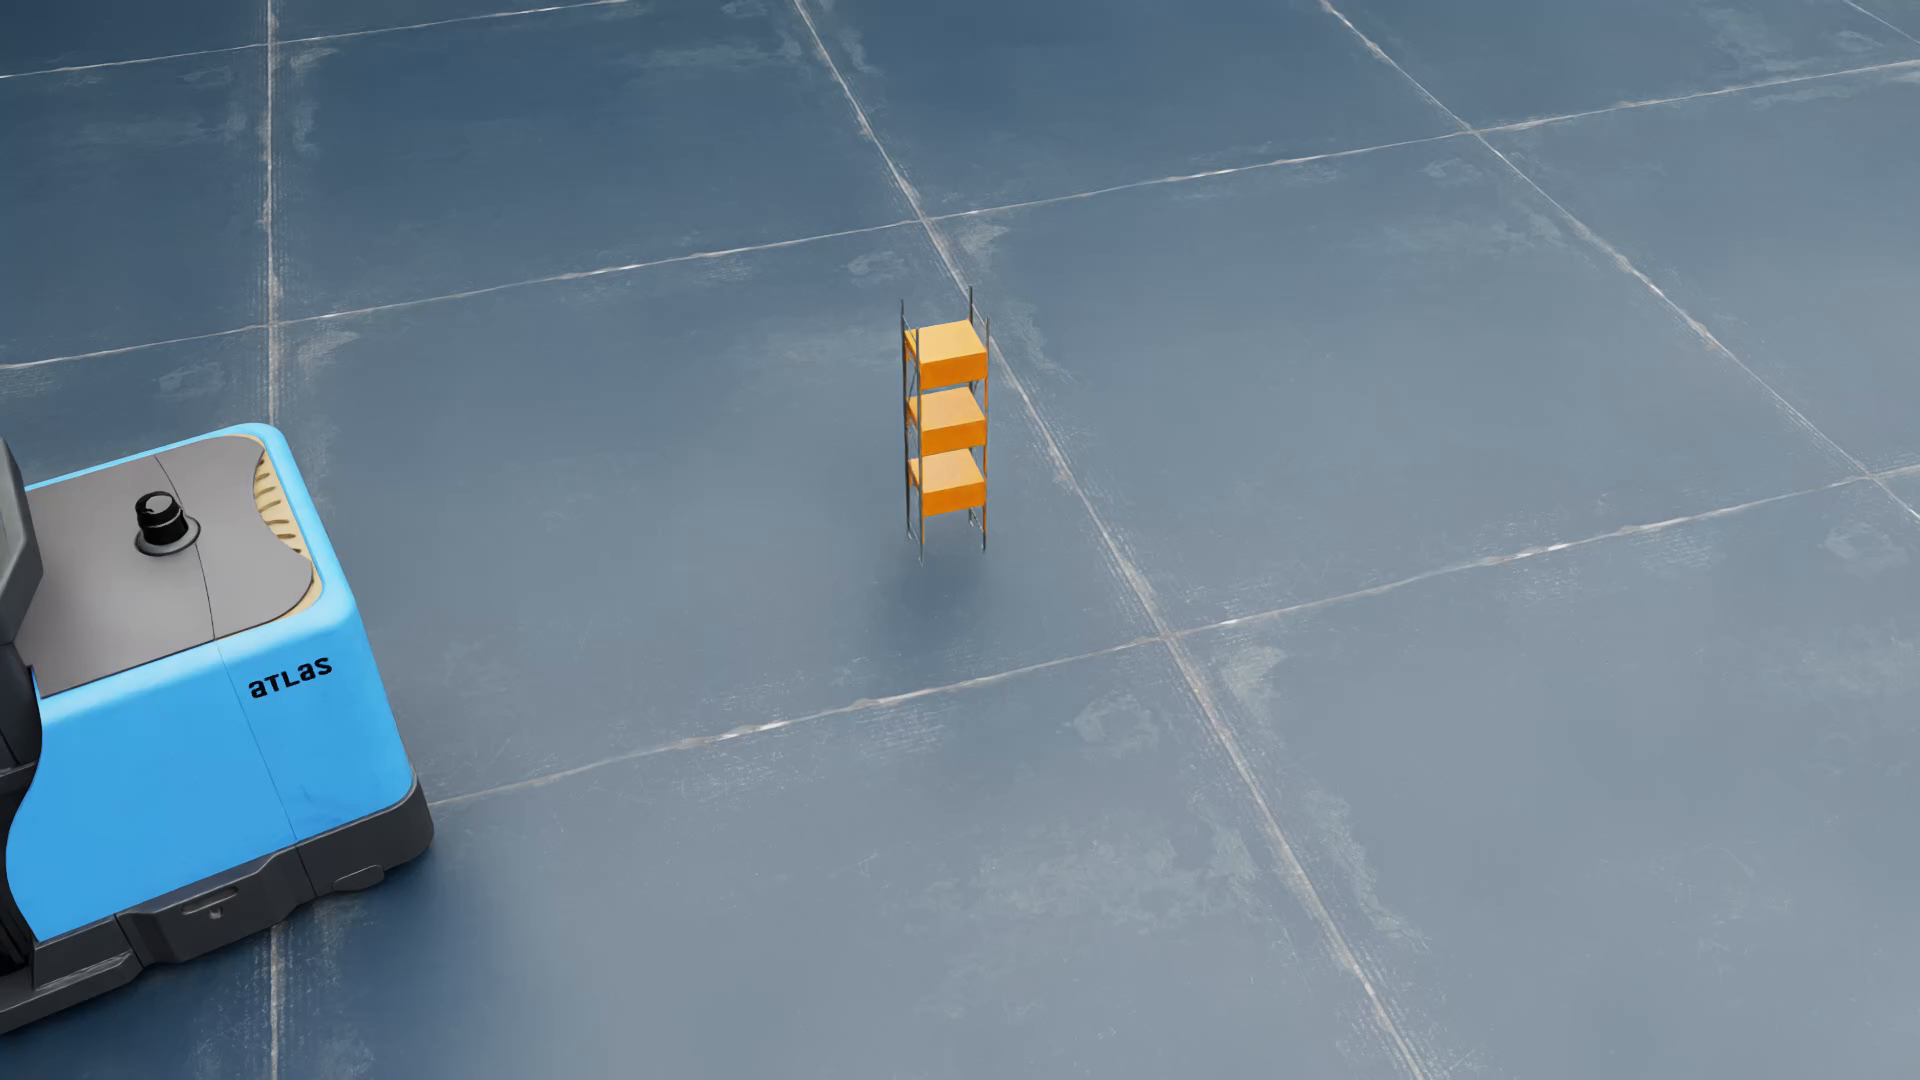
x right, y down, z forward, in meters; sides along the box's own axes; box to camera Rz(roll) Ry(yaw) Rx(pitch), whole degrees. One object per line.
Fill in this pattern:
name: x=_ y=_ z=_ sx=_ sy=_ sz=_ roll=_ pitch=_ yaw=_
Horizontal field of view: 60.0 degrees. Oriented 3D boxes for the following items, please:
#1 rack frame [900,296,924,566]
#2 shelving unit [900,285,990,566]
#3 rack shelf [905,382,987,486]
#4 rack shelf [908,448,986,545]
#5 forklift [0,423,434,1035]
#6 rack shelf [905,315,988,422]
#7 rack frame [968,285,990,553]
rack frame: x=-0.167 y=-0.361 z=5.865 sx=0.008 sy=1.050 sz=0.200 roll=-12 pitch=42 yaw=-13
shelving unit: x=-0.051 y=-0.385 z=5.892 sx=0.252 sy=1.050 sz=0.215 roll=-12 pitch=42 yaw=-13
rack shelf: x=-0.051 y=-0.377 z=5.899 sx=0.240 sy=0.259 sz=0.215 roll=-12 pitch=42 yaw=-13
rack shelf: x=-0.051 y=-0.168 z=6.082 sx=0.240 sy=0.259 sz=0.215 roll=-12 pitch=42 yaw=-13
forklift: x=-3.152 y=0.082 z=3.929 sx=3.031 sy=2.935 sz=1.130 roll=-21 pitch=45 yaw=-22
rack shelf: x=-0.051 y=-0.591 z=5.713 sx=0.240 sy=0.259 sz=0.215 roll=-12 pitch=42 yaw=-13
rack frame: x=0.065 y=-0.409 z=5.920 sx=0.008 sy=1.050 sz=0.200 roll=-12 pitch=42 yaw=-13
